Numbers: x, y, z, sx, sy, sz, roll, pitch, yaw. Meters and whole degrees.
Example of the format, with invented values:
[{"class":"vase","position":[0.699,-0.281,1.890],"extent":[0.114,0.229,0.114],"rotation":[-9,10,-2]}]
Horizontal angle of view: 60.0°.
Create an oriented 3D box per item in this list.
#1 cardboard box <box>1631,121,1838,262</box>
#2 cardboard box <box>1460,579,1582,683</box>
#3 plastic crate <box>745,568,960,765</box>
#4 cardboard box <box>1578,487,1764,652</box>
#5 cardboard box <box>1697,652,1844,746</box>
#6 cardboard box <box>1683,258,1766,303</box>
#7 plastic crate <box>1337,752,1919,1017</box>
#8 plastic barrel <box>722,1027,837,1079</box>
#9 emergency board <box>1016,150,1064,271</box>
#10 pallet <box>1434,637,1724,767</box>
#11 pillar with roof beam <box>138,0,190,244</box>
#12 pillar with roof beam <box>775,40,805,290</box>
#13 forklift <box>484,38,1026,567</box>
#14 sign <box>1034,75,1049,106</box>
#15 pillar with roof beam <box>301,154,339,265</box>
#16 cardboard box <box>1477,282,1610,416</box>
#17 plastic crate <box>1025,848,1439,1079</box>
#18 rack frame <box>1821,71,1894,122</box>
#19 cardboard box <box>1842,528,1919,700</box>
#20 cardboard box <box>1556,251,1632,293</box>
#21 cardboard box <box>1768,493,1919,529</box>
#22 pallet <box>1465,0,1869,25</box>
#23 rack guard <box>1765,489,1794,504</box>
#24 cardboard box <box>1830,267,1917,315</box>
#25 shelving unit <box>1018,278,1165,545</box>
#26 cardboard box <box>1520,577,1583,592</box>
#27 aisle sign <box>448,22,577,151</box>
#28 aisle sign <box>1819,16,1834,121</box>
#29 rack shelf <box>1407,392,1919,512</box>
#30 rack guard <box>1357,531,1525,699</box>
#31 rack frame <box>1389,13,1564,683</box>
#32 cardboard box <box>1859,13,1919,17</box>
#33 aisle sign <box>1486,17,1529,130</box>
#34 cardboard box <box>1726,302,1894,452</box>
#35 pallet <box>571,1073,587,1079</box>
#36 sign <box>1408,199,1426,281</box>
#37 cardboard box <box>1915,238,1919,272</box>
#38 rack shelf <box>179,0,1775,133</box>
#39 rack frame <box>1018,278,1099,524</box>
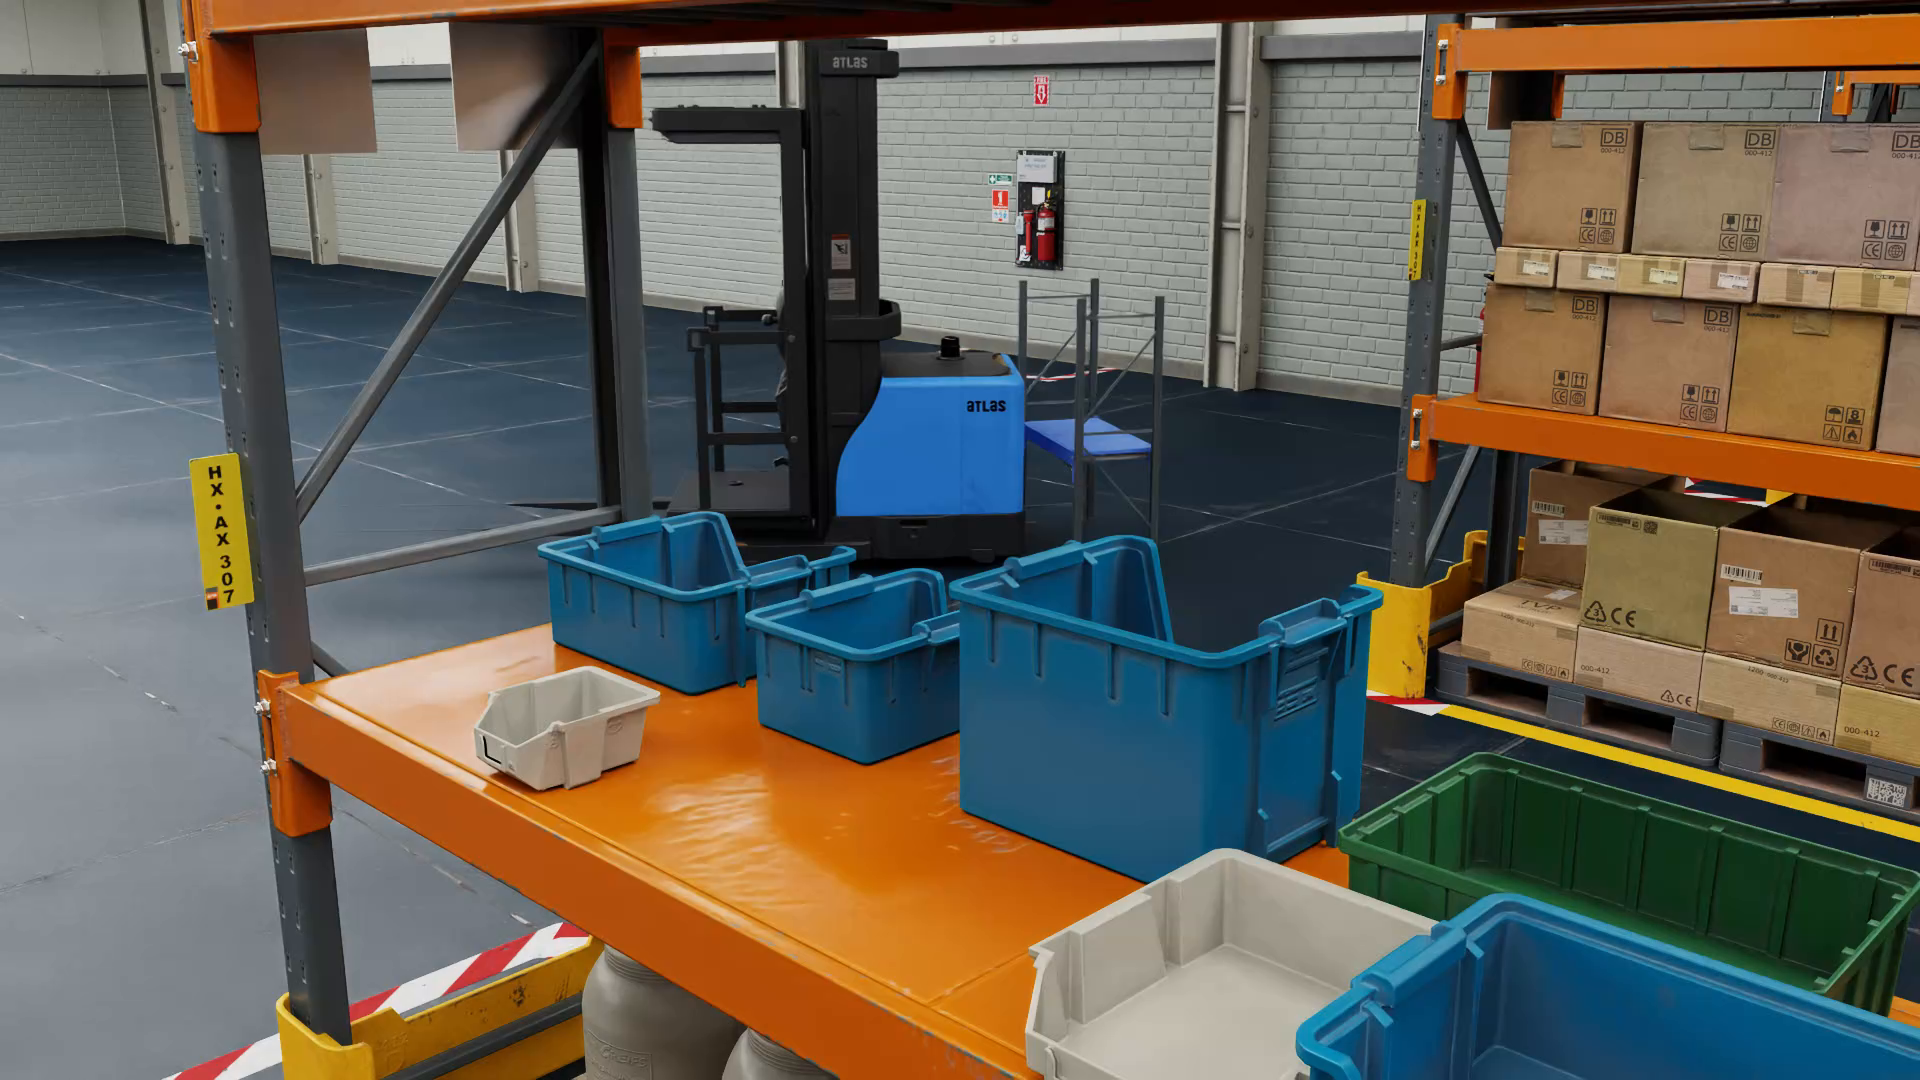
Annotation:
[{"class":"cardboard box","position":[3.022,-1.372,6.478],"extent":[0.500,0.500,0.700],"rotation":[13,19,41]},{"class":"cardboard box","position":[2.506,0.381,7.140],"extent":[0.500,0.250,0.500],"rotation":[14,20,42]},{"class":"plastic crate","position":[-0.135,0.238,3.364],"extent":[0.408,0.251,0.499],"rotation":[14,20,42]},{"class":"cardboard box","position":[2.867,0.106,6.711],"extent":[0.500,0.500,0.500],"rotation":[14,20,42]},{"class":"cardboard box","position":[3.228,0.556,6.471],"extent":[0.500,0.250,0.500],"rotation":[14,20,42]},{"class":"cardboard box","position":[2.958,-1.001,6.338],"extent":[0.250,0.149,0.380],"rotation":[13,20,41]},{"class":"plastic crate","position":[0.931,0.532,2.362],"extent":[0.662,0.188,0.450],"rotation":[14,20,42]},{"class":"plastic barrel","position":[-0.279,1.208,3.449],"extent":[0.421,0.512,0.421],"rotation":[0,15,0]},{"class":"emergency board","position":[0.742,-3.304,16.664],"extent":[0.643,1.169,0.194],"rotation":[14,20,42]},{"class":"pallet","position":[2.854,0.595,7.228],"extent":[1.213,0.211,1.003],"rotation":[14,20,42]},{"class":"pillar with roof beam","position":[-17.770,-9.187,27.342],"extent":[0.400,9.000,9.100],"rotation":[14,20,42]},{"class":"pillar with roof beam","position":[-4.813,-6.036,15.252],"extent":[0.400,9.000,9.100],"rotation":[14,20,42]},{"class":"forklift","position":[-1.169,-1.370,9.379],"extent":[3.031,2.935,1.130],"rotation":[-1,15,-3]},{"class":"sign","position":[0.806,-4.445,16.446],"extent":[0.199,0.298,0.001],"rotation":[14,20,42]},{"class":"pillar with roof beam","position":[-13.451,-8.137,23.312],"extent":[0.400,9.000,9.100],"rotation":[14,20,42]},{"class":"cardboard box","position":[2.601,-0.845,7.026],"extent":[0.500,0.500,0.700],"rotation":[14,20,42]},{"class":"plastic crate","position":[0.368,0.608,2.174],"extent":[0.437,0.136,0.530],"rotation":[14,20,42]},{"class":"rack frame","position":[5.710,-1.780,10.815],"extent":[0.127,3.000,1.000],"rotation":[14,20,42]},{"class":"cardboard box","position":[3.584,0.281,6.036],"extent":[0.500,0.500,0.500],"rotation":[14,20,42]},{"class":"cardboard box","position":[2.599,-1.089,6.678],"extent":[0.250,0.149,0.380],"rotation":[13,19,41]},{"class":"cardboard box","position":[3.597,0.096,6.746],"extent":[0.500,0.500,0.500],"rotation":[14,20,42]},{"class":"pallet","position":[2.765,-2.161,6.501],"extent":[1.213,0.211,1.003],"rotation":[14,20,42]},{"class":"rack guard","position":[5.764,-0.557,11.079],"extent":[0.348,0.500,1.175],"rotation":[14,20,42]},{"class":"cardboard box","position":[3.336,-0.910,5.990],"extent":[0.250,0.149,0.380],"rotation":[13,20,41]},{"class":"shelving unit","position":[0.737,-0.717,9.709],"extent":[0.538,1.500,1.048],"rotation":[-4,15,-15]},{"class":"cardboard box","position":[2.865,0.287,7.501],"extent":[0.500,0.250,0.500],"rotation":[14,20,42]},{"class":"aisle sign","position":[-1.012,-1.306,3.841],"extent":[0.004,0.787,0.394],"rotation":[14,20,42]},{"class":"aisle sign","position":[5.450,-2.996,10.326],"extent":[0.004,0.787,0.394],"rotation":[14,20,42]},{"class":"rack shelf","position":[3.714,-0.182,6.109],"extent":[4.000,0.370,1.077],"rotation":[14,20,42]},{"class":"rack guard","position":[2.257,0.325,7.693],"extent":[0.348,0.500,1.175],"rotation":[14,20,42]},{"class":"rack frame","position":[2.274,-0.880,7.361],"extent":[0.127,3.000,1.000],"rotation":[14,20,42]},{"class":"cardboard box","position":[5.777,-3.186,10.023],"extent":[0.500,0.500,0.500],"rotation":[-14,20,-43]},{"class":"aisle sign","position":[2.431,-2.203,7.282],"extent":[0.004,0.787,0.394],"rotation":[14,20,42]},{"class":"cardboard box","position":[3.336,-0.666,6.339],"extent":[0.500,0.500,0.700],"rotation":[14,20,43]},{"class":"pallet","position":[-0.498,1.515,3.697],"extent":[1.213,0.211,1.003],"rotation":[14,20,42]},{"class":"sign","position":[1.885,-1.238,6.860],"extent":[0.005,0.325,0.100],"rotation":[14,20,42]},{"class":"cardboard box","position":[3.746,-1.196,5.803],"extent":[0.500,0.500,0.700],"rotation":[14,20,42]},{"class":"rack shelf","position":[0.273,-0.735,2.282],"extent":[4.000,0.370,1.077],"rotation":[14,20,42]},{"class":"rack frame","position":[0.598,-0.840,10.183],"extent":[0.500,1.500,0.032],"rotation":[-4,15,-15]}]
